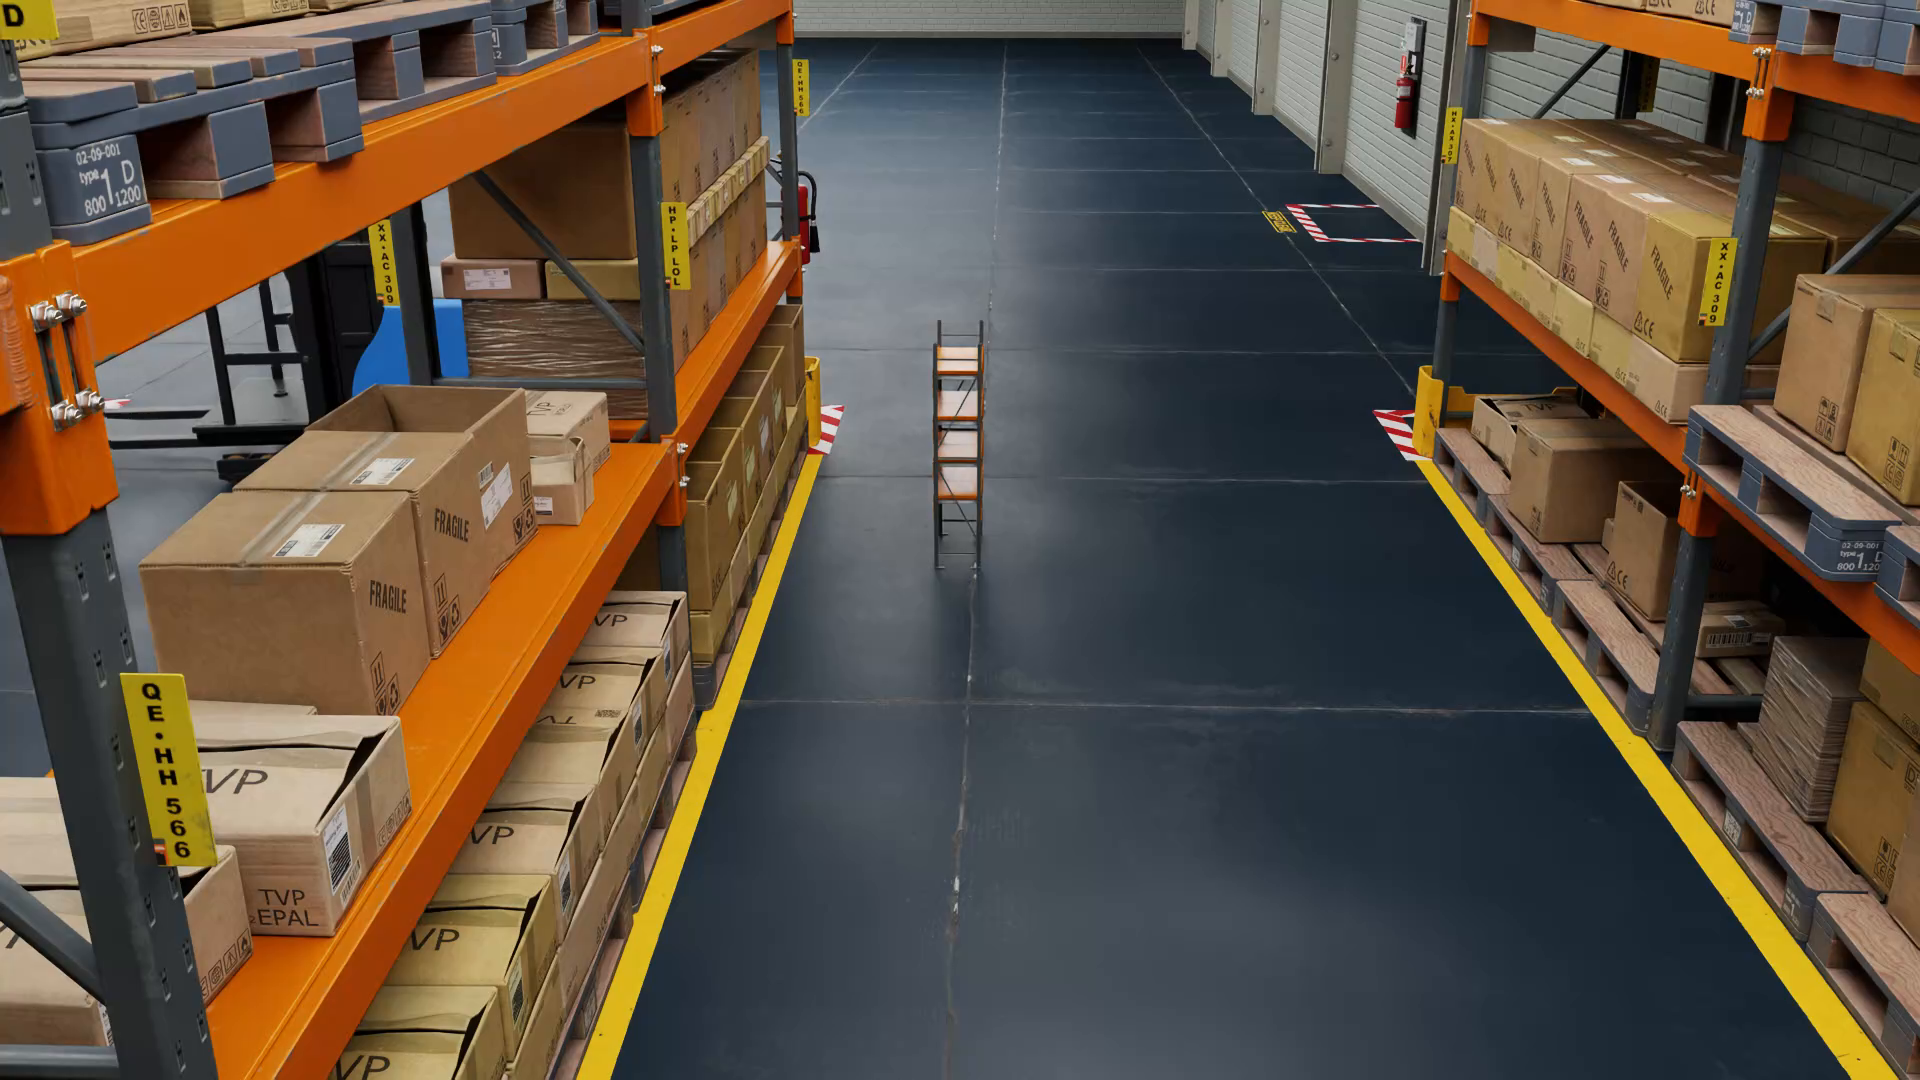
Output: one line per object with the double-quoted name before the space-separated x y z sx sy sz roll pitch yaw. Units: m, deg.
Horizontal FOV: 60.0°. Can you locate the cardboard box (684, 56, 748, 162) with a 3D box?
"cardboard box" -1.526 -2.317 8.923 0.700 0.500 0.500 0 21 0

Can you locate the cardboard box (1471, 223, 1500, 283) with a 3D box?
"cardboard box" 3.131 -1.569 9.107 0.500 0.250 0.500 0 21 0

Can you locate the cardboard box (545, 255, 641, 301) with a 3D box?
"cardboard box" -1.407 -1.042 6.532 0.380 0.149 0.250 1 21 2

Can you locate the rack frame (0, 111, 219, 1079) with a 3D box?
"rack frame" -1.730 0.849 2.695 1.000 3.000 0.127 1 21 2

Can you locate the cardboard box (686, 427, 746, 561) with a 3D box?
"cardboard box" -1.274 -0.206 7.598 0.500 0.500 0.500 1 21 2

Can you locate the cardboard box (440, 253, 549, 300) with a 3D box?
"cardboard box" -1.814 -1.047 6.547 0.380 0.149 0.250 1 21 2

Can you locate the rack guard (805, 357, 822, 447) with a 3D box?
"rack guard" -1.486 -0.887 10.625 1.175 0.500 0.348 1 21 2

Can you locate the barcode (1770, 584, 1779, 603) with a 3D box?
"barcode" 3.669 0.242 7.493 0.001 0.075 0.075 1 21 2

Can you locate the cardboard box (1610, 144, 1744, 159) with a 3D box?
"cardboard box" 3.626 -1.738 8.505 0.500 0.500 0.500 0 21 0

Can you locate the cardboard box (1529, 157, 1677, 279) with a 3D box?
"cardboard box" 3.099 -1.558 8.042 0.500 0.500 0.500 1 21 3

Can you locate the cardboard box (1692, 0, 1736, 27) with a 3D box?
"cardboard box" 3.111 -2.185 6.201 0.500 0.500 0.500 1 21 3

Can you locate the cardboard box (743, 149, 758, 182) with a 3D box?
"cardboard box" -1.322 -2.066 9.171 0.380 0.149 0.250 0 21 1

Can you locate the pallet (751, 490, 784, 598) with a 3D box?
"pallet" -1.508 -0.027 8.807 1.003 0.211 1.213 1 21 2

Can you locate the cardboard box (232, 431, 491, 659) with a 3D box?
"cardboard box" -1.679 0.005 4.732 0.500 0.500 0.500 1 21 2

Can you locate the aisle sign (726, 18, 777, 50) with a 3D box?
"aisle sign" -1.191 -3.276 9.733 0.394 0.787 0.004 1 21 2

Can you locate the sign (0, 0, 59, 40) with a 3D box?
"sign" -1.188 -0.784 2.042 0.100 0.325 0.005 1 21 2

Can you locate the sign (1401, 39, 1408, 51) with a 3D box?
"sign" 4.715 -5.252 17.635 0.001 0.109 0.331 1 21 2

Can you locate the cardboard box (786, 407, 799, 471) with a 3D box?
"cardboard box" -1.211 -0.580 9.597 0.500 0.250 0.500 1 21 2

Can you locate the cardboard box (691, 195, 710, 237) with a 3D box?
"cardboard box" -1.372 -1.508 7.733 0.380 0.149 0.250 0 21 0

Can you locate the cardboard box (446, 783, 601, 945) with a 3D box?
"cardboard box" -1.380 0.927 4.939 0.500 0.311 0.500 0 21 1

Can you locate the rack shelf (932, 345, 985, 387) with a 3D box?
"rack shelf" -0.005 -0.866 8.515 0.258 0.148 0.480 1 21 2

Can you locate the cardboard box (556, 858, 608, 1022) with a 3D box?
"cardboard box" -1.381 1.193 5.027 0.500 0.250 0.500 1 21 3

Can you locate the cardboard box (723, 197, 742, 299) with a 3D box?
"cardboard box" -1.546 -1.553 8.745 0.700 0.500 0.500 1 21 2

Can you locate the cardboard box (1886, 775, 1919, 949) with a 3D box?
"cardboard box" 3.316 1.053 5.015 0.700 0.500 0.500 1 21 2

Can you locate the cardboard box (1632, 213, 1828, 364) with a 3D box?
"cardboard box" 3.048 -1.008 6.623 0.500 0.500 0.500 1 21 1

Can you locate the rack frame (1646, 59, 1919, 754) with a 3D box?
"rack frame" 3.343 -0.545 6.286 1.000 3.000 0.127 1 21 2

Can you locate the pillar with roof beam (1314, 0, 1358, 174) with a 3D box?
"pillar with roof beam" 0.370 -8.911 19.555 9.100 9.000 0.400 1 21 2

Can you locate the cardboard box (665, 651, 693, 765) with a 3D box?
"cardboard box" -1.331 0.642 6.450 0.500 0.250 0.500 0 21 1

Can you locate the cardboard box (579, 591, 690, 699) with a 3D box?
"cardboard box" -1.334 0.377 6.357 0.500 0.311 0.500 1 21 2

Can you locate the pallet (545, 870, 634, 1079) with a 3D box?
"pallet" -1.626 1.411 5.100 1.003 0.211 1.213 1 21 2

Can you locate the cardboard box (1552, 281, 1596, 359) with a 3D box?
"cardboard box" 3.078 -1.021 7.692 0.500 0.250 0.500 1 21 1

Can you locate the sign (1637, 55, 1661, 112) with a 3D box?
"sign" 4.019 -2.665 9.712 0.100 0.325 0.005 1 21 2

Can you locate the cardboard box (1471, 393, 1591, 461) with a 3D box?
"cardboard box" 3.354 -0.693 9.778 0.500 0.311 0.500 -2 21 -4

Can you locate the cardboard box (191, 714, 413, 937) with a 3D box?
"cardboard box" -1.509 0.569 3.539 0.500 0.311 0.500 0 21 1

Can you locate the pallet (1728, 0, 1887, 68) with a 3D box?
"pallet" 3.218 -1.633 5.205 1.213 0.211 1.003 1 21 2

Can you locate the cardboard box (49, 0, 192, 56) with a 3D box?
"cardboard box" -1.775 -1.030 3.017 0.500 0.250 0.500 1 21 3

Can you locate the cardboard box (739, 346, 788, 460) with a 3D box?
"cardboard box" -1.221 -0.749 8.995 0.500 0.500 0.500 1 21 2

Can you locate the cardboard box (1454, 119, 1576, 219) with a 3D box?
"cardboard box" 3.150 -2.111 9.465 0.500 0.500 0.500 1 21 2

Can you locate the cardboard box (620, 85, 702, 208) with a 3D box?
"cardboard box" -1.571 -1.773 7.521 0.700 0.500 0.500 1 21 2

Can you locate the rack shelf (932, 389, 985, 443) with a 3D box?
"rack shelf" -0.005 -0.645 8.601 0.258 0.148 0.480 1 21 2

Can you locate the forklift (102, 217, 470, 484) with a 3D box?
"forklift" -4.082 -1.901 9.877 3.031 2.935 1.130 -2 21 -5

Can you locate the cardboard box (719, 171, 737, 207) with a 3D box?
"cardboard box" -1.346 -1.785 8.447 0.380 0.149 0.250 1 21 3

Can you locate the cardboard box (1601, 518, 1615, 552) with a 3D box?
"cardboard box" 3.412 0.001 8.212 0.380 0.149 0.250 -1 21 -3

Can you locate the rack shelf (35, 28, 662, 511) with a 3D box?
"rack shelf" -1.669 -0.938 4.147 1.077 0.370 4.000 1 21 2

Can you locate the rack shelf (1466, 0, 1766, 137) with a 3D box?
"rack shelf" 3.404 -2.331 7.737 1.077 0.370 4.000 1 21 2

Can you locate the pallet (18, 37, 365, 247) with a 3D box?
"pallet" -1.799 -0.708 2.822 1.213 0.211 1.003 2 21 4

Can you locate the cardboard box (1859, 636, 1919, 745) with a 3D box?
"cardboard box" 3.327 0.492 5.426 0.500 0.250 0.500 0 21 0

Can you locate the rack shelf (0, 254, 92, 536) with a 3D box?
"rack shelf" -1.791 0.509 0.419 1.077 0.370 4.000 1 21 2

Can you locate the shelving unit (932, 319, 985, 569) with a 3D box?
"shelving unit" -0.005 -0.500 8.658 0.258 1.200 0.503 1 21 2

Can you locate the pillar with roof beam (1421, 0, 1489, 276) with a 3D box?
"pillar with roof beam" 0.187 -6.742 13.964 9.100 9.000 0.400 1 21 2

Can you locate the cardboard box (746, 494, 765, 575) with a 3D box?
"cardboard box" -1.251 -0.037 8.199 0.500 0.250 0.500 1 21 2

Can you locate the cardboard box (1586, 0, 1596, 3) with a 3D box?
"cardboard box" 3.146 -2.752 7.661 0.500 0.500 0.500 2 21 5

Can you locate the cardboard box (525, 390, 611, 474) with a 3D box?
"cardboard box" -1.580 -0.349 5.990 0.500 0.250 0.500 2 21 5

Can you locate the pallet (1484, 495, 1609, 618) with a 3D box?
"pallet" 3.362 0.070 8.557 1.003 0.211 1.213 1 21 2

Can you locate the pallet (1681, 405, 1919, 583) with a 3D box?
"pallet" 3.174 -0.180 5.612 1.003 0.211 1.213 1 21 2

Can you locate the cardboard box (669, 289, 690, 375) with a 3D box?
"cardboard box" -1.592 -0.996 7.310 0.700 0.500 0.500 0 21 1

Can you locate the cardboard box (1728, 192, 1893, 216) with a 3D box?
"cardboard box" 3.586 -1.188 7.088 0.500 0.500 0.500 1 21 1
